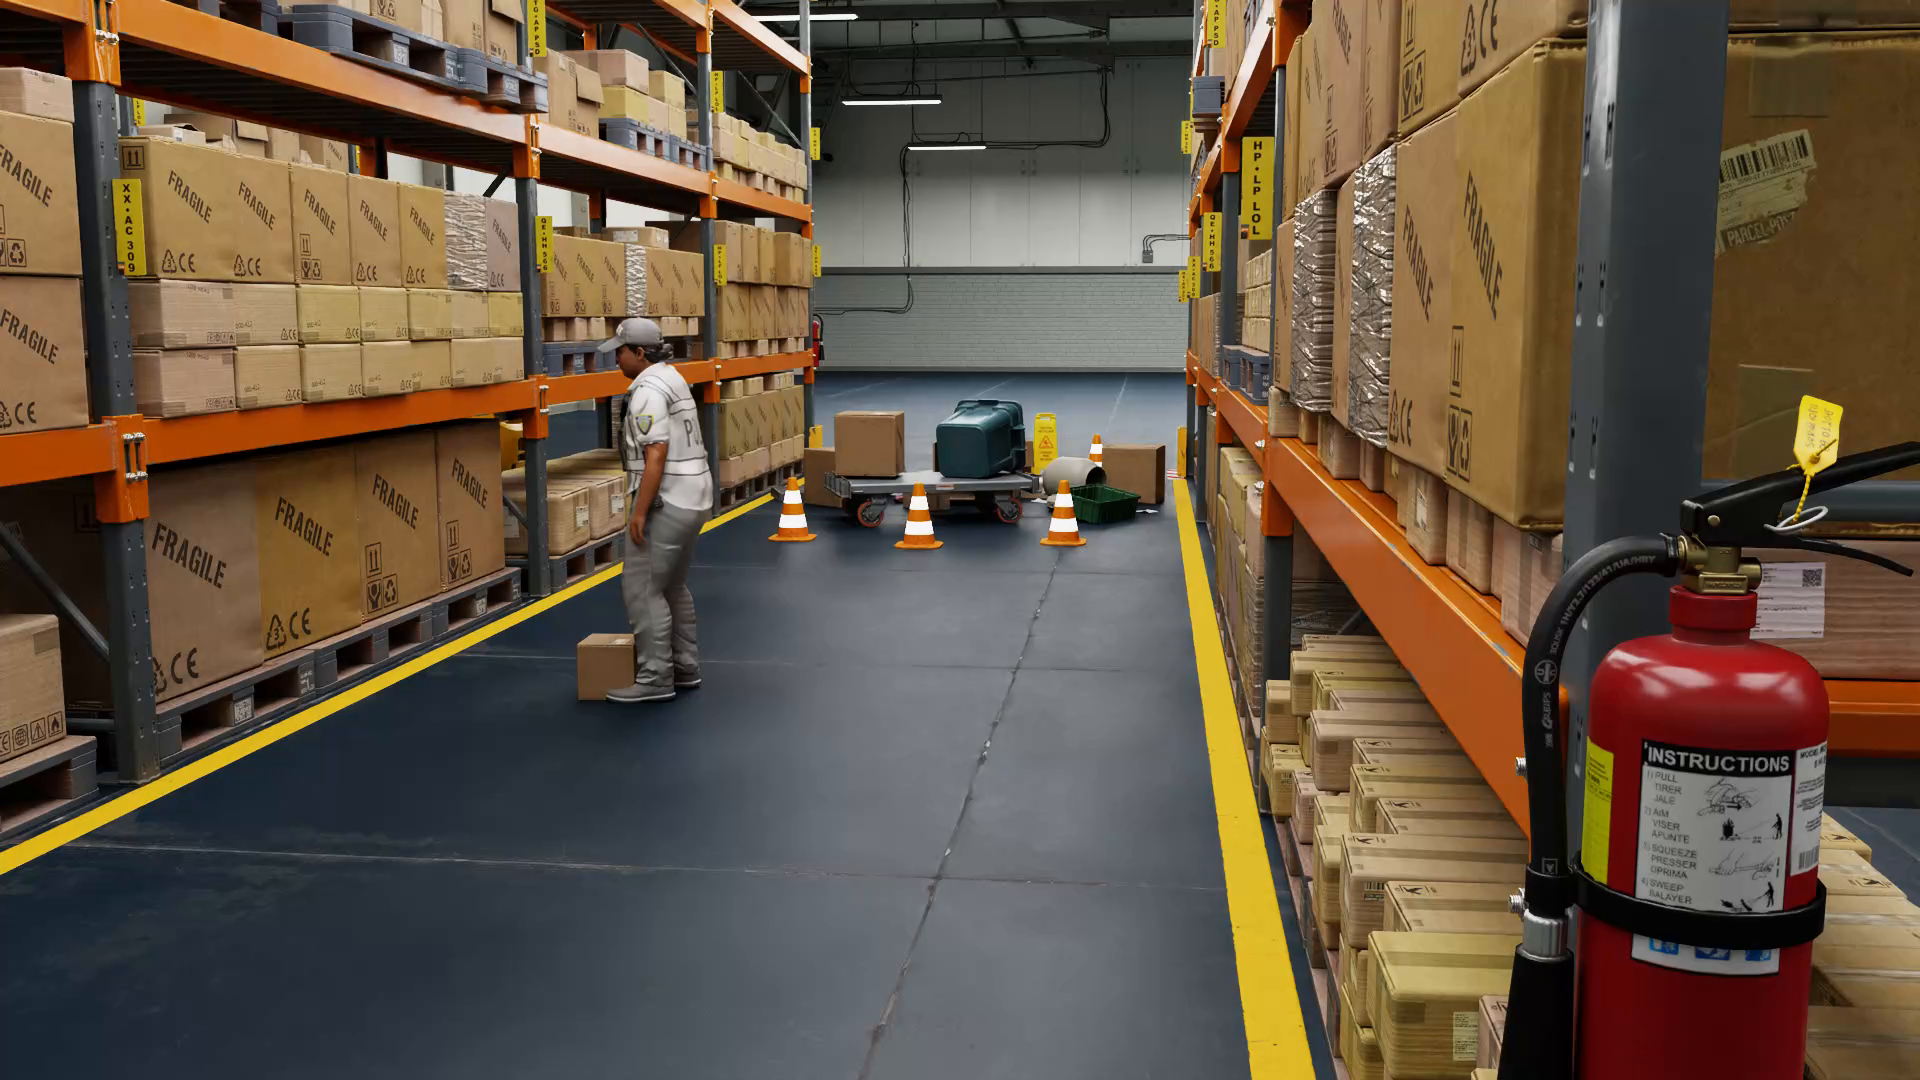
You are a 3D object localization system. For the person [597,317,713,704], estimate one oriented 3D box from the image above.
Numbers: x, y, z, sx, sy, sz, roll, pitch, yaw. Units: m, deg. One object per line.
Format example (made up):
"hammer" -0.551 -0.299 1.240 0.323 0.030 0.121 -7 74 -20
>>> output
"person" -1.331 -0.136 7.276 0.450 1.667 0.563 0 8 3
